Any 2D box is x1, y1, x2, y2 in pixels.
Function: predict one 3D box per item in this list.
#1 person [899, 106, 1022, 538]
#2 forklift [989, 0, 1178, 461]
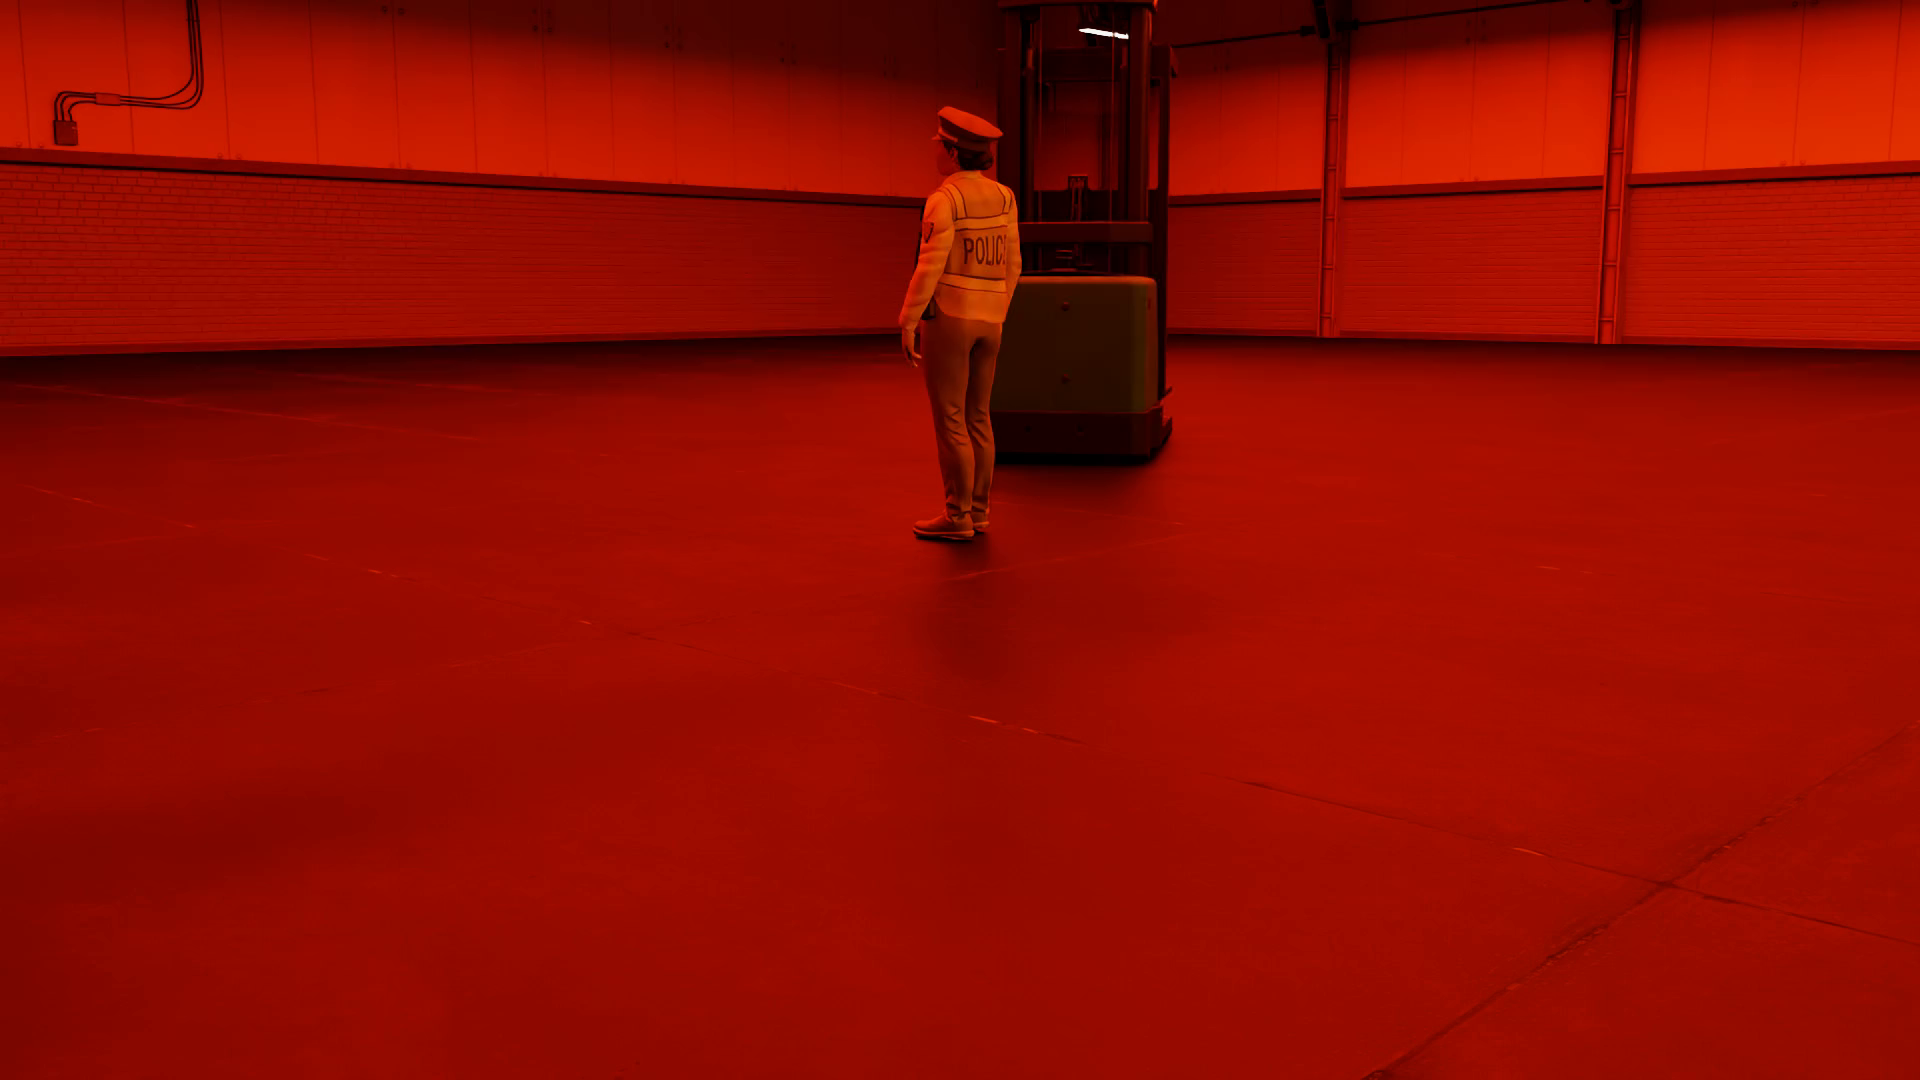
[{"bbox_3d":[-0.045,-0.853,6.642,0.531,1.695,0.587,8,12,43],"label":"person"},{"bbox_3d":[0.819,-2.092,10.770,1.130,2.935,3.031,2,9,11],"label":"forklift"}]
